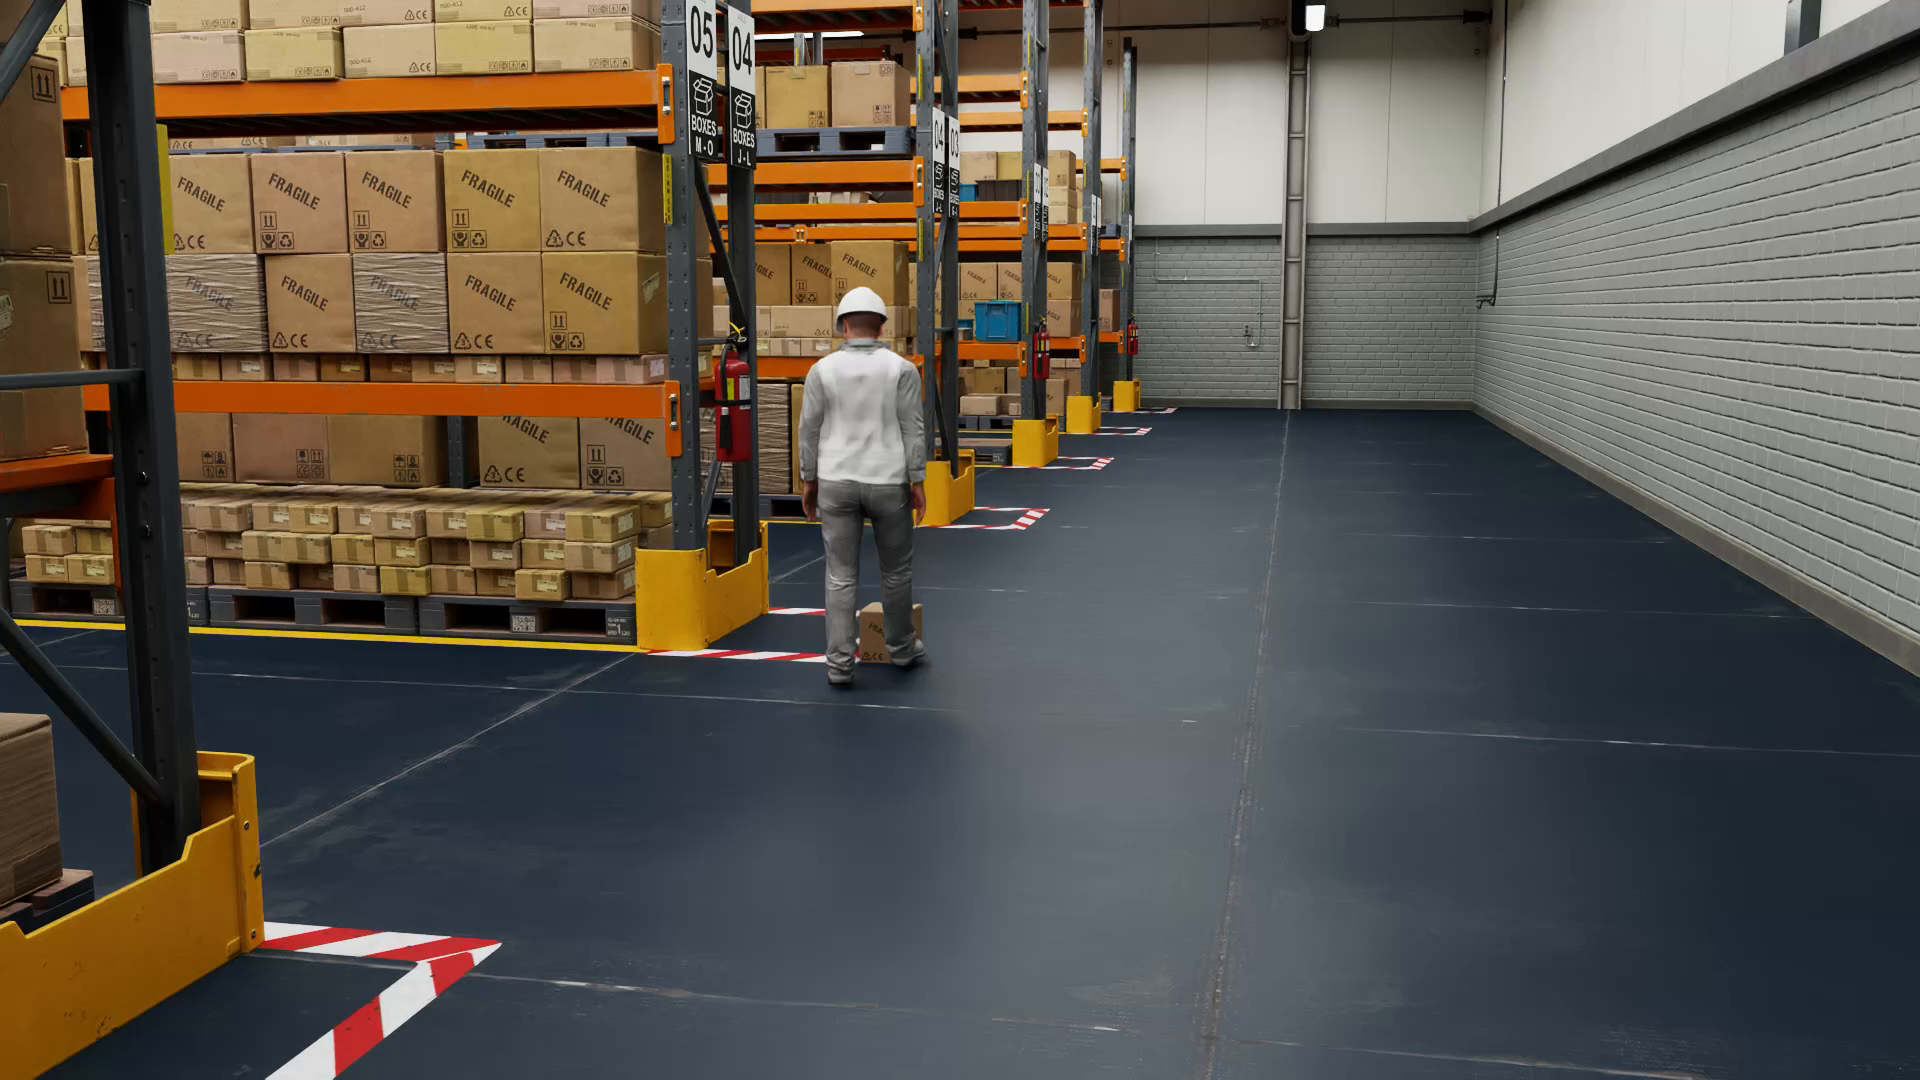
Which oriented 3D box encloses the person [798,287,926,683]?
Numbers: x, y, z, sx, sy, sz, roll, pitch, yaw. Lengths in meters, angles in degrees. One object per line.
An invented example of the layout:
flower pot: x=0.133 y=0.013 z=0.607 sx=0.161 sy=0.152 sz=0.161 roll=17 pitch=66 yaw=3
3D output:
person: x=-0.426 y=-0.265 z=7.544 sx=0.572 sy=1.747 sz=0.732 roll=0 pitch=8 yaw=3
